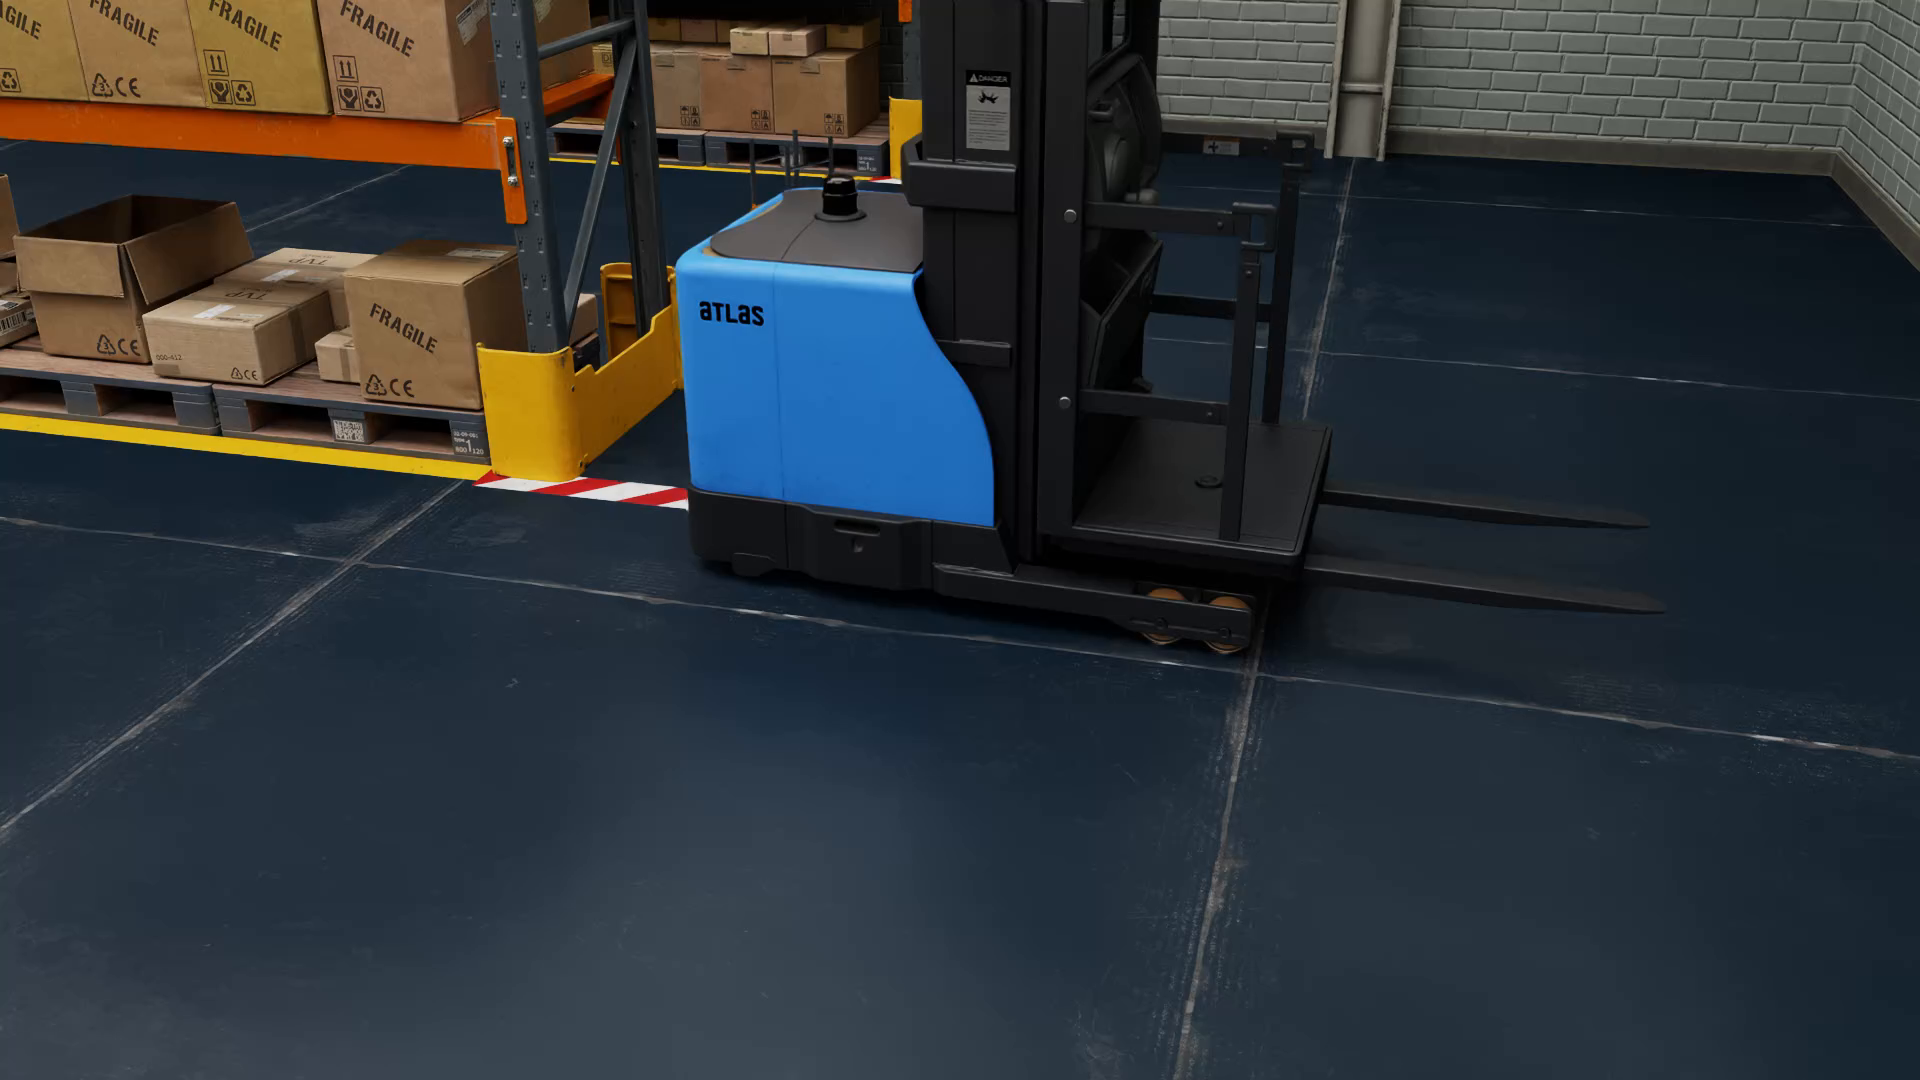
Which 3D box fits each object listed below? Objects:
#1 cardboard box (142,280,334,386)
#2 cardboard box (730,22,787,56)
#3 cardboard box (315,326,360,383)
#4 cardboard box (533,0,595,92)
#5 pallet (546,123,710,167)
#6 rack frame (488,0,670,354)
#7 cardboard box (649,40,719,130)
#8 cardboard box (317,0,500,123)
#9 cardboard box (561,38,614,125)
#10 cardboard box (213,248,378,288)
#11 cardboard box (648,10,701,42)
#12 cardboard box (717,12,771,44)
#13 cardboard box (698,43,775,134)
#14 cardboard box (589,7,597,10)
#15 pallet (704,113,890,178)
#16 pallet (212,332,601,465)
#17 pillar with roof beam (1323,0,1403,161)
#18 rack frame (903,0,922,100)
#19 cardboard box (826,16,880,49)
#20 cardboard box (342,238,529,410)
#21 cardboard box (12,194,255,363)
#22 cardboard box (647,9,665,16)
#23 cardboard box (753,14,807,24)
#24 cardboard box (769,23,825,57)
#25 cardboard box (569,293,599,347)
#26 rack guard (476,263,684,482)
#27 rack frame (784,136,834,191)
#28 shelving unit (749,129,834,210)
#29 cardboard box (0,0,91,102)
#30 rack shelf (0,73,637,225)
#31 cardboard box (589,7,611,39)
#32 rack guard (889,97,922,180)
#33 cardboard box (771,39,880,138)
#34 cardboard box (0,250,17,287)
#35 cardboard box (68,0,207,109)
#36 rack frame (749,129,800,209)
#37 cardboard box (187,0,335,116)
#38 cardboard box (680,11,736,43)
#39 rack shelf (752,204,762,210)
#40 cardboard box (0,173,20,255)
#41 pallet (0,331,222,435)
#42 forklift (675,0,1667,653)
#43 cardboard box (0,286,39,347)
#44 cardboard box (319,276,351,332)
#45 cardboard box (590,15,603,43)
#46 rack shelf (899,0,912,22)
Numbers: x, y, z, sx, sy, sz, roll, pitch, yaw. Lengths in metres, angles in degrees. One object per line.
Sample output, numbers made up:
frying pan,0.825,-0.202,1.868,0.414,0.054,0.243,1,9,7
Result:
cardboard box,-2.900,-0.843,6.719,0.500,0.250,0.500,6,26,13
cardboard box,-1.290,-3.231,10.712,0.250,0.149,0.380,7,26,14
cardboard box,-2.358,-0.772,6.667,0.250,0.166,0.380,6,26,13
cardboard box,-1.764,-2.019,6.384,0.500,0.500,0.500,7,26,14
pallet,-2.141,-2.804,11.395,1.213,0.211,1.003,6,26,13
rack frame,-1.400,-1.816,6.076,0.127,3.000,1.000,6,26,13
cardboard box,-1.844,-3.080,11.150,0.500,0.500,0.700,5,26,11
cardboard box,-1.901,-1.796,5.917,0.500,0.500,0.500,7,26,15
cardboard box,-2.363,-3.134,11.264,0.500,0.500,0.700,7,26,14
cardboard box,-2.824,-1.057,7.167,0.500,0.250,0.500,6,26,13
cardboard box,-1.930,-3.471,11.216,0.250,0.149,0.380,7,26,14
cardboard box,-1.435,-3.417,11.102,0.250,0.149,0.380,7,26,13
cardboard box,-1.357,-3.027,11.038,0.500,0.500,0.700,6,26,13
cardboard box,-2.670,-3.553,11.388,0.250,0.149,0.380,5,26,11
pallet,-0.964,-2.673,11.119,1.213,0.211,1.003,6,26,13
pallet,-2.246,-0.650,6.871,1.213,0.211,1.003,6,26,13
pillar with roof beam,1.589,-4.867,5.503,0.400,9.000,9.100,6,26,13
rack frame,-0.170,-3.879,10.408,0.127,3.000,1.000,6,26,13
cardboard box,-0.702,-3.336,10.933,0.250,0.149,0.380,6,26,13
cardboard box,-1.988,-0.842,6.425,0.500,0.500,0.500,6,26,13
cardboard box,-3.453,-1.117,6.999,0.637,0.503,0.797,6,26,13
cardboard box,-2.175,-3.498,11.273,0.250,0.149,0.380,6,26,12
cardboard box,-1.192,-3.390,11.046,0.250,0.149,0.380,6,26,13
cardboard box,-1.042,-3.204,10.655,0.250,0.149,0.380,6,26,12
cardboard box,-1.720,-0.916,6.989,0.250,0.149,0.380,6,26,13
rack guard,-1.473,-0.696,6.630,0.348,0.500,1.175,6,26,13
rack frame,-0.541,-0.886,6.215,0.006,1.200,0.240,20,32,36
shelving unit,-0.611,-0.912,6.269,0.189,1.200,0.258,20,32,36
cardboard box,-3.374,-1.960,6.261,0.500,0.500,0.500,6,26,12
rack shelf,-3.337,-1.706,6.680,4.000,0.370,1.077,6,26,13
cardboard box,-2.425,-3.526,11.331,0.250,0.149,0.380,7,26,14
rack guard,-0.146,-2.748,10.940,0.348,0.500,1.175,6,26,13
cardboard box,-0.873,-2.973,10.925,0.500,0.500,0.700,6,26,13
cardboard box,-3.925,-1.206,7.410,0.500,0.311,0.500,6,26,13
cardboard box,-2.886,-1.906,6.147,0.500,0.500,0.500,7,26,13
rack frame,-0.680,-0.937,6.323,0.006,1.200,0.240,20,32,36
cardboard box,-2.405,-1.850,6.030,0.500,0.500,0.500,7,26,13
cardboard box,-1.681,-3.444,11.159,0.250,0.149,0.380,7,26,14
rack shelf,-0.611,-1.197,6.134,0.180,0.103,0.258,20,32,36
cardboard box,-4.651,-1.372,7.538,0.500,0.500,0.500,6,26,13
pallet,-3.424,-0.782,7.147,1.213,0.211,1.003,6,26,13
forklift,0.682,-1.237,4.938,3.031,2.935,1.130,7,26,15
cardboard box,-4.081,-0.941,7.020,0.250,0.166,0.380,6,26,13
cardboard box,-2.340,-1.003,7.055,0.500,0.250,0.500,6,26,13
cardboard box,-2.553,-3.370,11.004,0.250,0.149,0.380,6,26,12
rack shelf,-2.107,-3.768,11.013,4.000,0.370,1.077,6,26,13
